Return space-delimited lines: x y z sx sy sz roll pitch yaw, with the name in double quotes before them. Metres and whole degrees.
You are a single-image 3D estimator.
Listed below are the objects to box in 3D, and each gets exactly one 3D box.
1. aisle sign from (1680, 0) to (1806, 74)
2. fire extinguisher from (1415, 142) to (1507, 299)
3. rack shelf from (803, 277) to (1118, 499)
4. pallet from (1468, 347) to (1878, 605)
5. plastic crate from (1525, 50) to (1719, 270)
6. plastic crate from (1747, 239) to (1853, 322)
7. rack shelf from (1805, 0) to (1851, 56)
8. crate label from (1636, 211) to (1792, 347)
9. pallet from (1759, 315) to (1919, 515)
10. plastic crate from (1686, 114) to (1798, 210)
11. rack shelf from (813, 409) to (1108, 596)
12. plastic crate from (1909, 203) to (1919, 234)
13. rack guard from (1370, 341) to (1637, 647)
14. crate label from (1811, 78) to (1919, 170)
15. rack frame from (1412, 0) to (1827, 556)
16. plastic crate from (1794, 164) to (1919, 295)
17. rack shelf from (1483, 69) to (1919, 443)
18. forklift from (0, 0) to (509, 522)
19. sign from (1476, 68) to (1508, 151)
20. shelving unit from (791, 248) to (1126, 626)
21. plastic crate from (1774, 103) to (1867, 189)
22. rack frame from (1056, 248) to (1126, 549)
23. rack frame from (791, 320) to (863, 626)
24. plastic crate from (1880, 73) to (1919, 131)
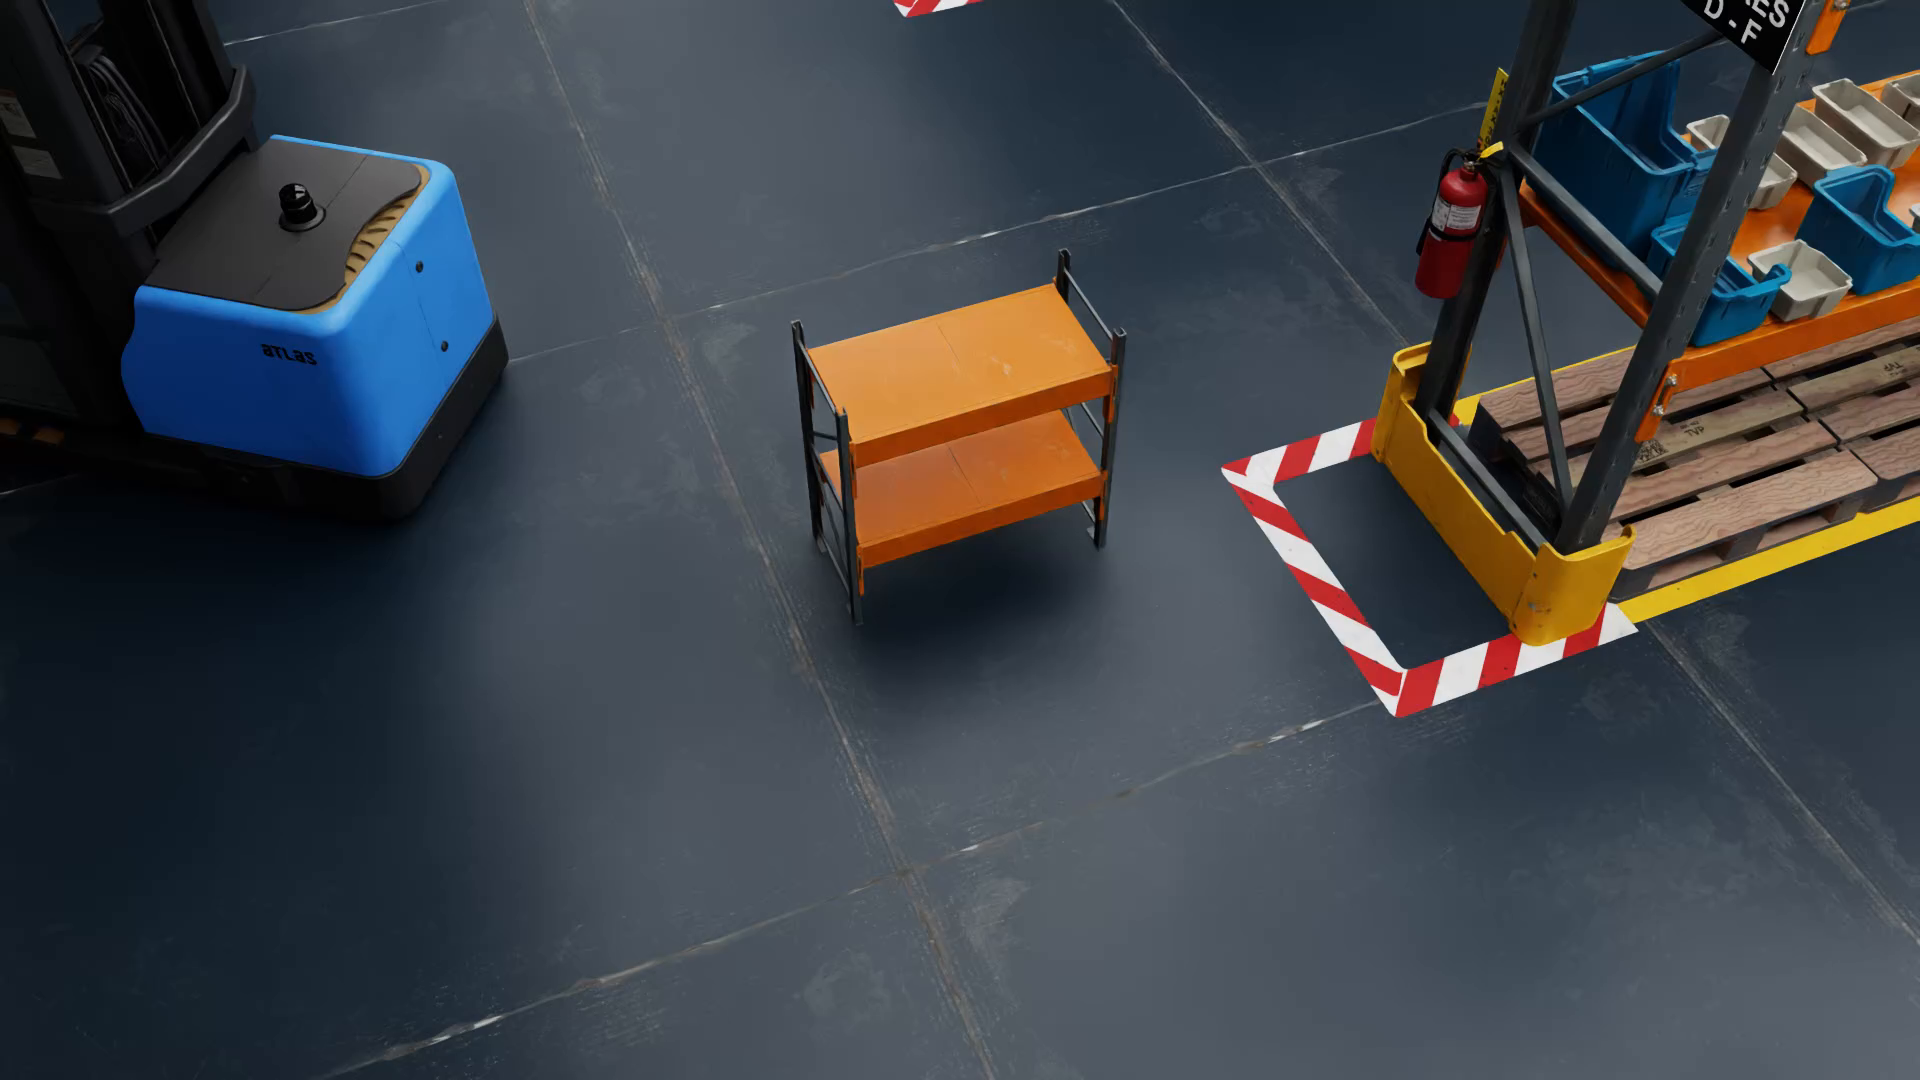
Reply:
"aisle sign" 2.127 -1.655 4.322 0.004 0.787 0.394 -17 52 -14
"fire extinguisher" 1.770 -1.167 5.912 0.183 0.674 0.296 -17 52 -14
"rack shelf" -0.006 -0.555 5.940 1.000 0.278 0.538 -17 52 -14
"pallet" 2.860 -0.338 6.742 1.213 0.211 1.003 -17 52 -14
"plastic crate" 2.321 -1.296 5.664 0.499 0.435 0.616 -17 52 -14
"plastic crate" 2.763 -0.845 5.473 0.298 0.136 0.250 -17 52 -14
"rack shelf" 3.933 -2.354 5.132 4.000 0.370 1.077 -17 52 -14
"crate label" 2.435 -0.842 5.408 0.303 0.233 0.416 -17 52 -14
"pallet" 3.987 -0.686 7.040 1.213 0.211 1.003 -17 52 -14
"plastic crate" 2.768 -1.332 5.892 0.243 0.136 0.396 -17 52 -14
"rack shelf" -0.006 -0.205 6.348 1.000 0.278 0.538 -17 52 -14
"plastic crate" 3.391 -1.039 5.640 0.298 0.136 0.250 -17 52 -14
"rack guard" 2.064 -0.207 6.439 0.348 0.500 1.175 -17 52 -14
"crate label" 3.290 -1.502 6.038 0.243 0.136 0.396 -17 52 -14
"rack frame" 2.082 -1.038 5.505 0.127 3.000 1.000 -17 52 -14
"plastic crate" 3.044 -1.031 5.570 0.300 0.233 0.416 -17 52 -14
"rack shelf" 3.933 -1.377 6.270 4.000 0.370 1.077 -17 52 -14
"forklift" -3.517 -1.638 6.066 3.031 2.935 1.130 11 50 9
"sign" 1.859 -1.473 5.771 0.005 0.325 0.100 -17 52 -14
"shelving unit" -0.006 -0.365 6.162 1.048 1.125 0.538 -17 52 -14
"plastic crate" 3.042 -1.405 5.955 0.243 0.136 0.396 -17 52 -14
"rack frame" 0.464 -0.510 6.288 0.032 1.125 0.500 -17 52 -14
"rack frame" -0.477 -0.219 6.037 0.032 1.125 0.500 -17 52 -14
"plastic crate" 3.558 -1.600 6.122 0.250 0.136 0.298 -17 52 -14
